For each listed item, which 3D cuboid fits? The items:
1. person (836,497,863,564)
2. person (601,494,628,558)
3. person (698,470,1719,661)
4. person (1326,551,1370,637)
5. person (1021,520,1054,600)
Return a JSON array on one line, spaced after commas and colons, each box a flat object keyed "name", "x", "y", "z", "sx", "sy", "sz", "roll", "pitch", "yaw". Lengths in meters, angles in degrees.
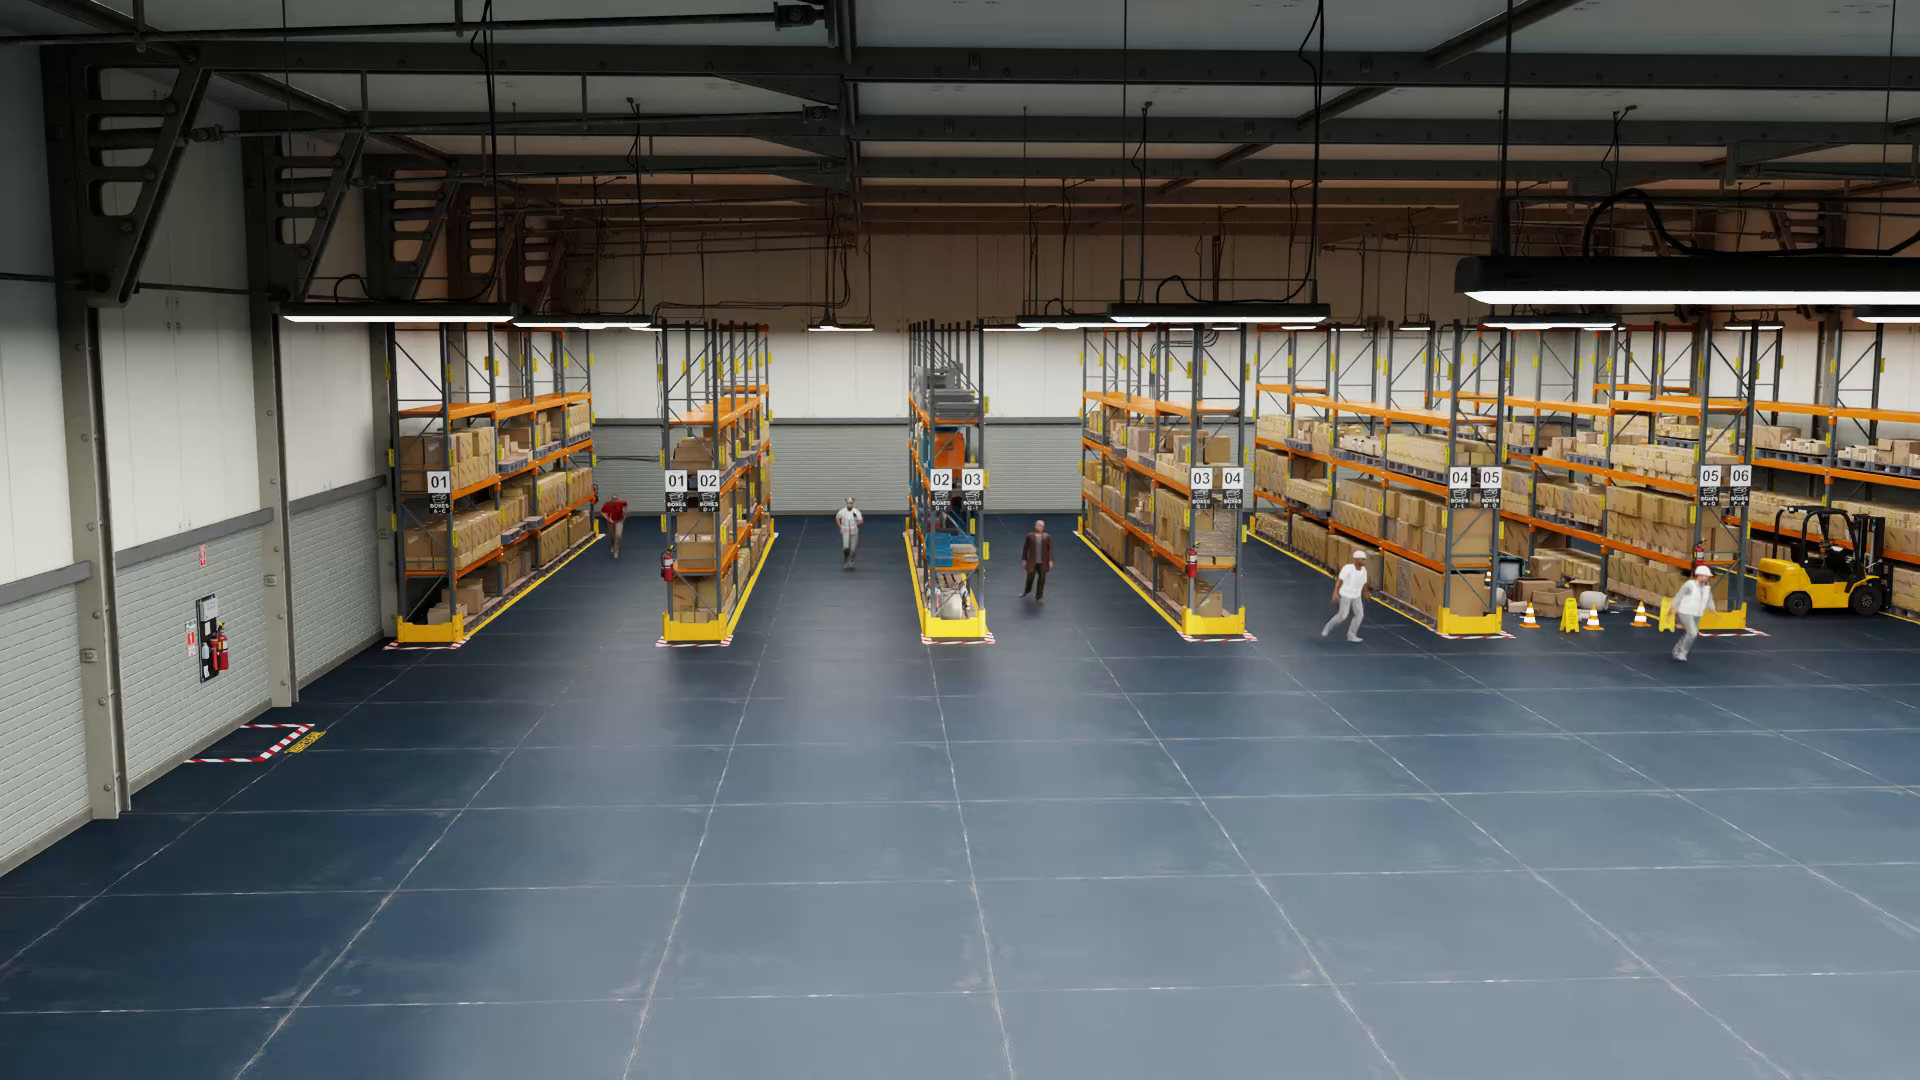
[{"name": "person", "x": -2.690, "y": -0.217, "z": 40.610, "sx": 0.669, "sy": 1.658, "sz": 0.651, "roll": 0, "pitch": 7, "yaw": -3}, {"name": "person", "x": -8.952, "y": -0.388, "z": 43.102, "sx": 0.698, "sy": 1.694, "sz": 1.023, "roll": -2, "pitch": 7, "yaw": -16}, {"name": "person", "x": 4.172, "y": 0.431, "z": 29.964, "sx": 15.760, "sy": 3.175, "sz": 9.316, "roll": -3, "pitch": 8, "yaw": -22}, {"name": "person", "x": 7.244, "y": 1.006, "z": 31.113, "sx": 0.774, "sy": 1.646, "sz": 0.708, "roll": -5, "pitch": 9, "yaw": -36}, {"name": "person", "x": 1.650, "y": 0.420, "z": 35.490, "sx": 0.683, "sy": 1.691, "sz": 0.570, "roll": 0, "pitch": 7, "yaw": -4}]
